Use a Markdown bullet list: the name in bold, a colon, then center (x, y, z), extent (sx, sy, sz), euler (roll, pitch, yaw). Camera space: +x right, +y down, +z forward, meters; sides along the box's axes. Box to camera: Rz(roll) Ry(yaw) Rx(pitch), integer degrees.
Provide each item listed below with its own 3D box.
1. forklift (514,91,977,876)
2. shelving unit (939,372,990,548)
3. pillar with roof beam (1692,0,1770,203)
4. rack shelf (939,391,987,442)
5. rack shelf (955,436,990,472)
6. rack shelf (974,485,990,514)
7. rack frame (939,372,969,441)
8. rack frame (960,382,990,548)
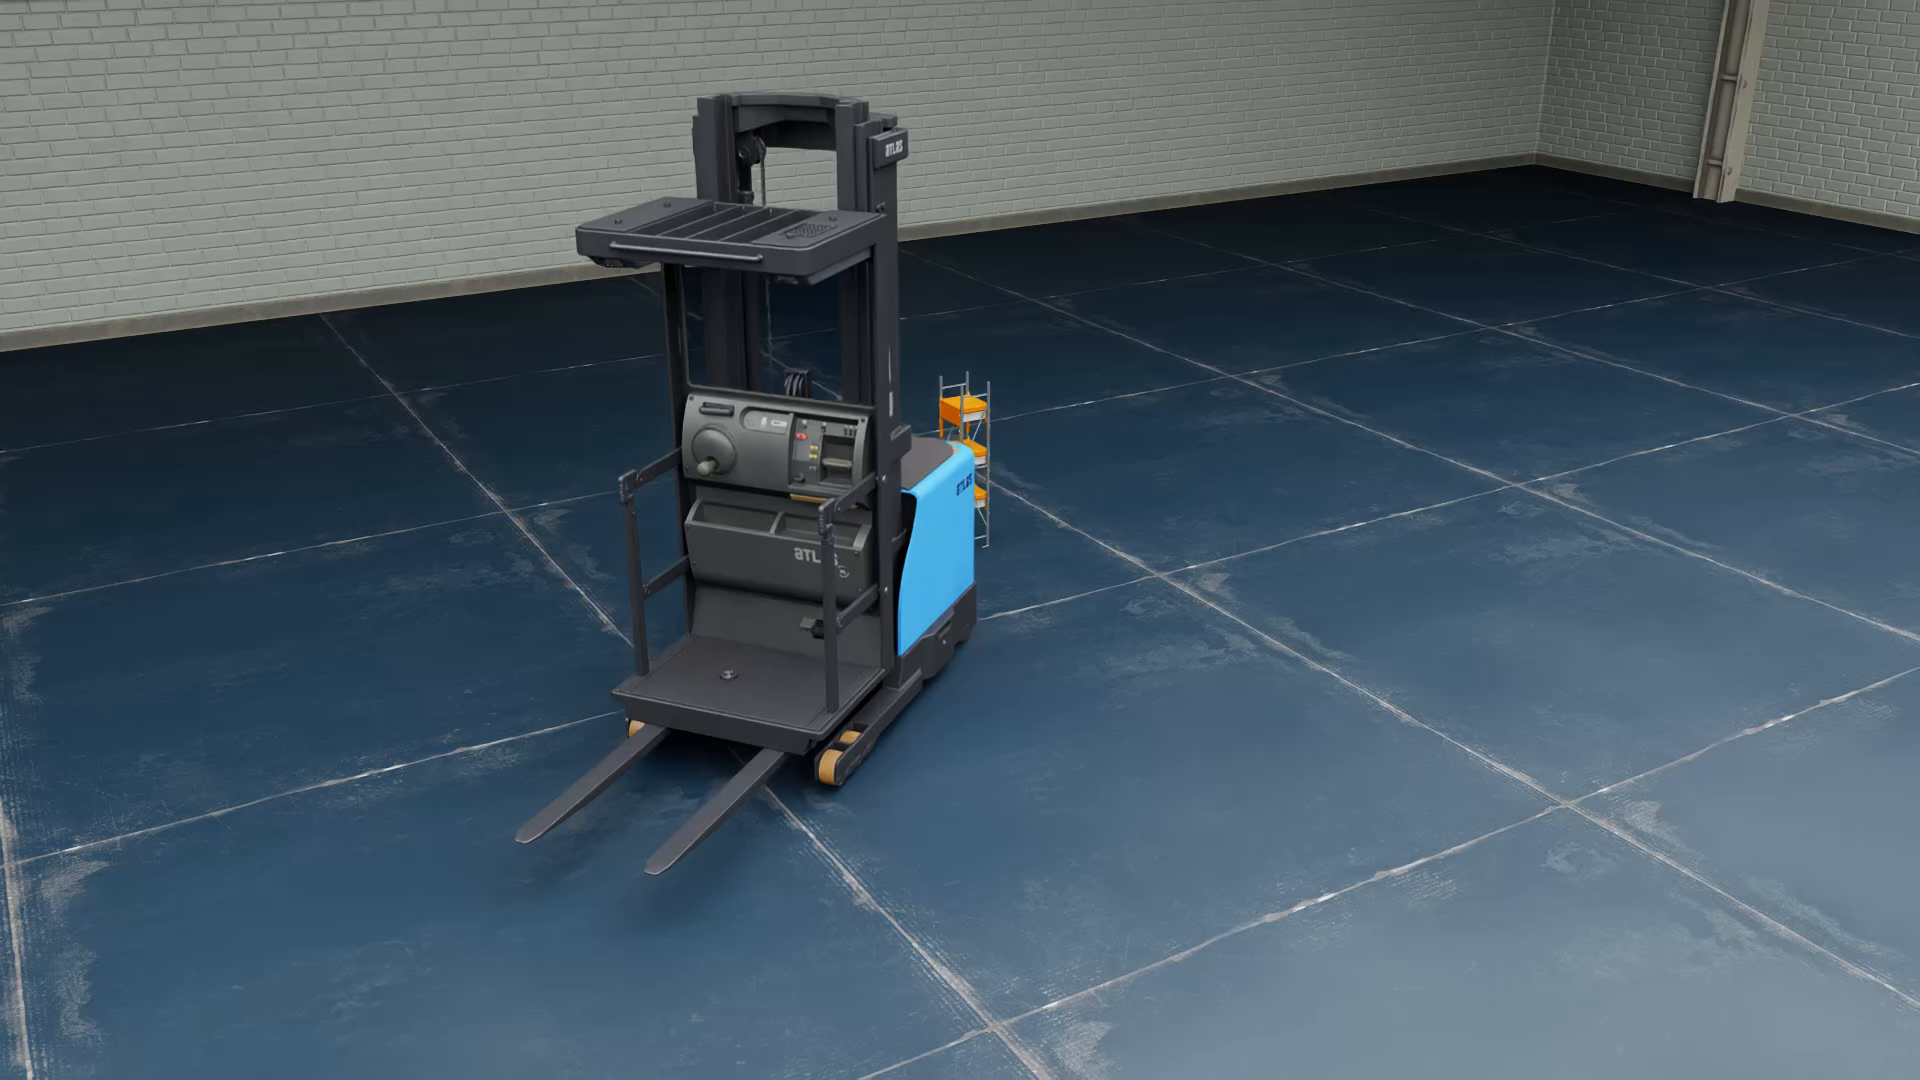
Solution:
- **forklift**: center (-0.931, -0.418, 7.447), extent (1.130, 2.935, 3.031), euler (9, 24, 20)
- **shelving unit**: center (0.027, -0.469, 10.071), extent (0.215, 1.050, 0.252), euler (-13, 25, -28)
- **pillar with roof beam**: center (5.735, -7.611, 17.085), extent (9.100, 9.000, 0.400), euler (-13, 25, -28)
- **rack shelf**: center (0.027, -0.722, 9.968), extent (0.215, 0.259, 0.240), euler (-13, 25, -28)
- **rack shelf**: center (0.027, -0.459, 10.075), extent (0.215, 0.259, 0.240), euler (-13, 25, -28)
- **rack shelf**: center (0.027, -0.202, 10.180), extent (0.215, 0.259, 0.240), euler (-13, 25, -28)
- **rack frame**: center (-0.035, -0.509, 10.168), extent (0.200, 1.050, 0.008), euler (-13, 25, -28)
- **rack frame**: center (0.090, -0.430, 9.974), extent (0.200, 1.050, 0.008), euler (-13, 25, -28)
